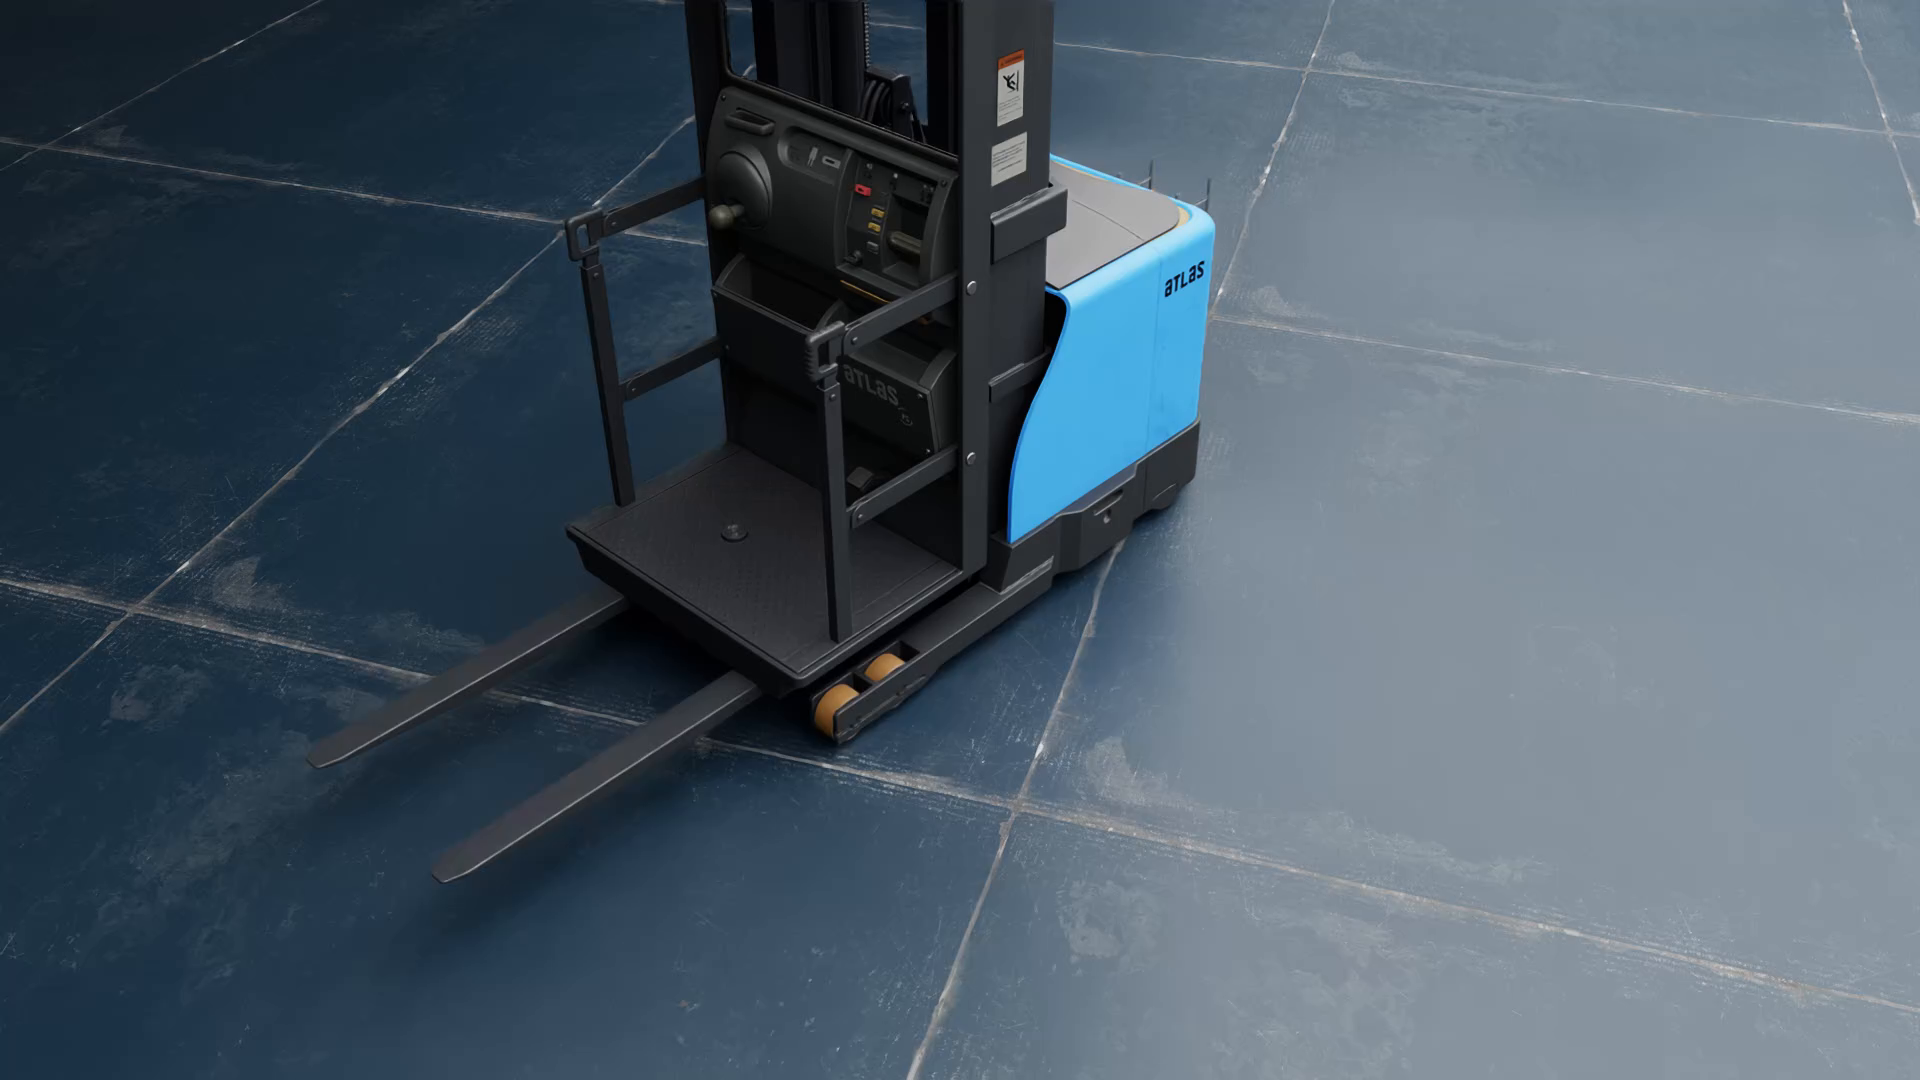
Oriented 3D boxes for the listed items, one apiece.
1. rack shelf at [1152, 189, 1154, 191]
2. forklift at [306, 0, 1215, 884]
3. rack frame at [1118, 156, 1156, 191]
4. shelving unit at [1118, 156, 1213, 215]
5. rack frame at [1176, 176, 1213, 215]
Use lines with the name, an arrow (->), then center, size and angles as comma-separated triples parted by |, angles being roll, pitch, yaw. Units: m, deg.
rack shelf -> 0.700, -1.041, 5.817 | 0.240, 0.259, 0.215 | 29, 45, 33
forklift -> -0.524, -0.926, 4.536 | 1.130, 2.935, 3.031 | 29, 45, 33
rack frame -> 0.611, -0.870, 6.046 | 0.008, 1.050, 0.200 | 29, 45, 33
shelving unit -> 0.700, -0.820, 5.979 | 0.252, 1.050, 0.215 | 29, 45, 33
rack frame -> 0.790, -0.771, 5.912 | 0.008, 1.050, 0.200 | 29, 45, 33
